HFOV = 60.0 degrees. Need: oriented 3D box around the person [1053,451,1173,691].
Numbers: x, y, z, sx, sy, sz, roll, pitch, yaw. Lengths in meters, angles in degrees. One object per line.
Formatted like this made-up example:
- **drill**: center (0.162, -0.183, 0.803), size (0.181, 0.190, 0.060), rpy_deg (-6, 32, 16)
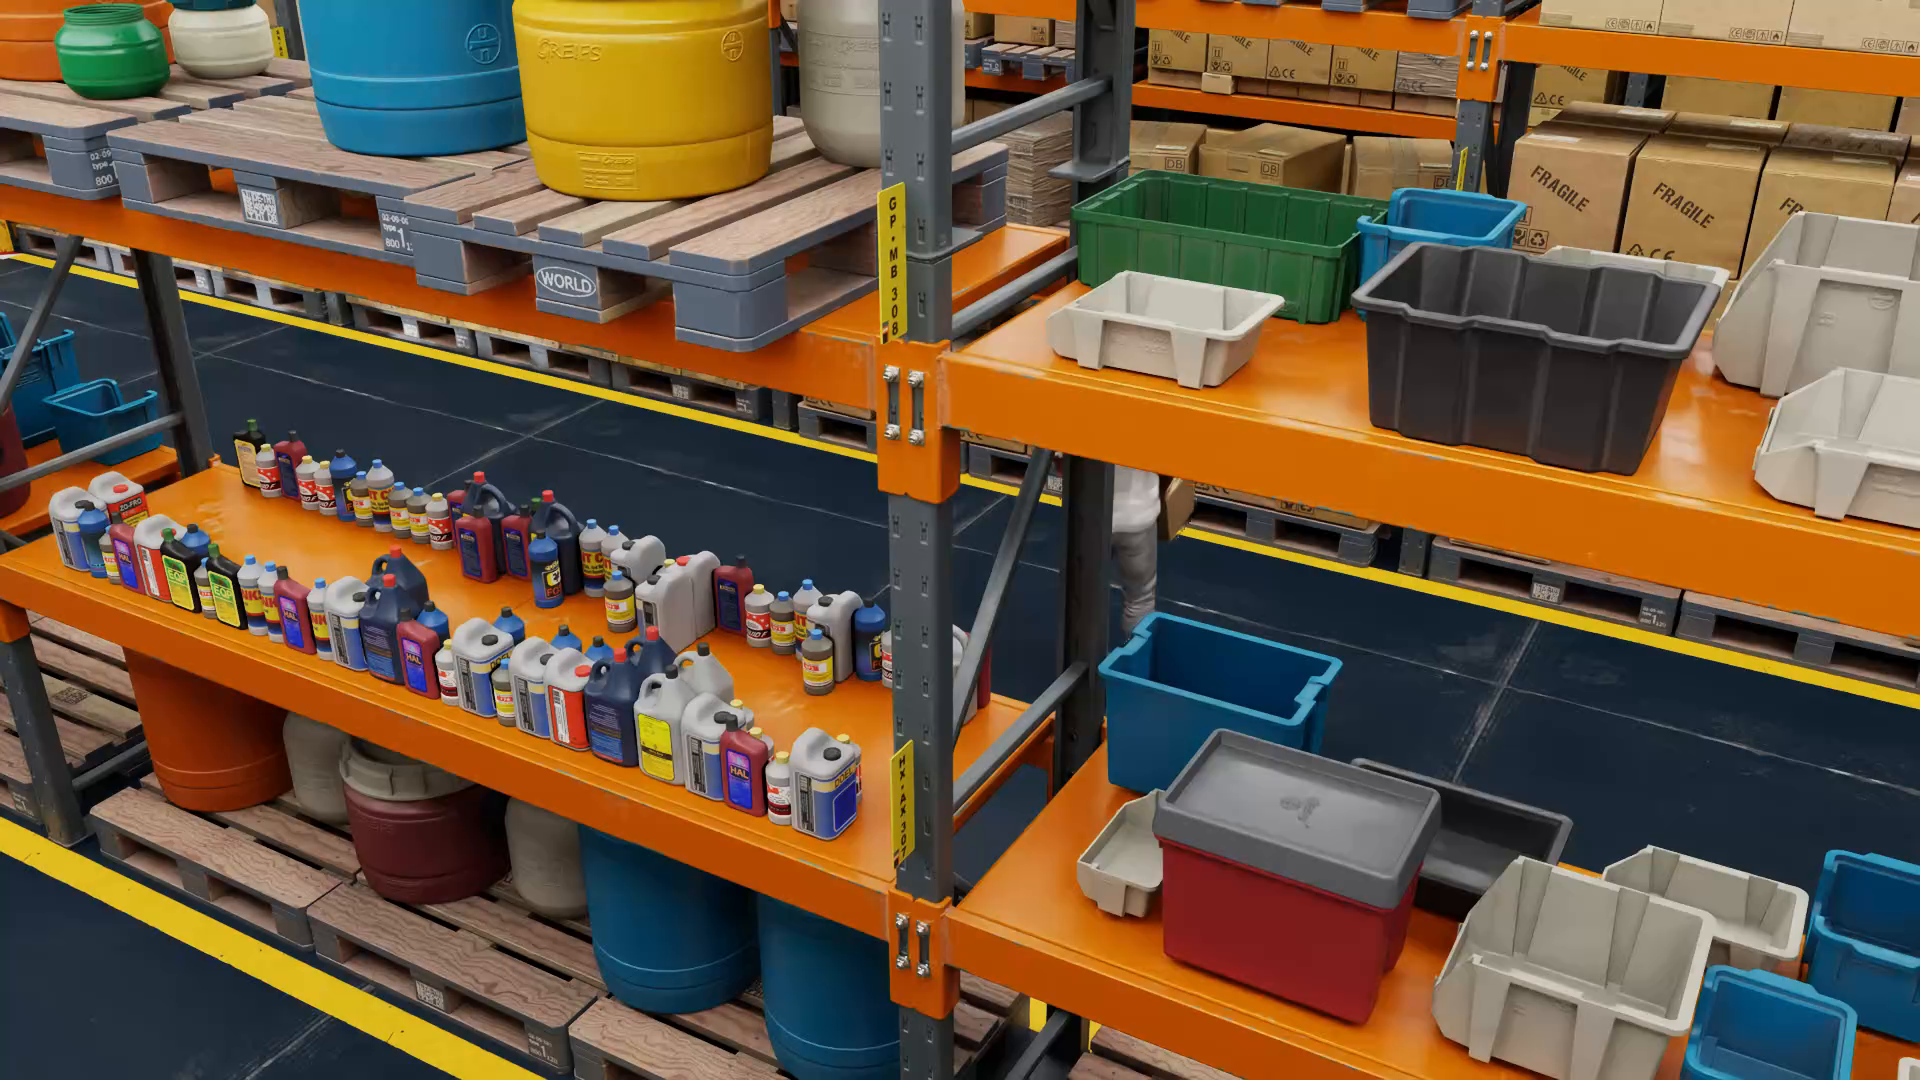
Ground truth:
- **person**: center (0.682, -0.127, 7.327), size (0.583, 1.773, 0.496), rpy_deg (6, 27, 13)
